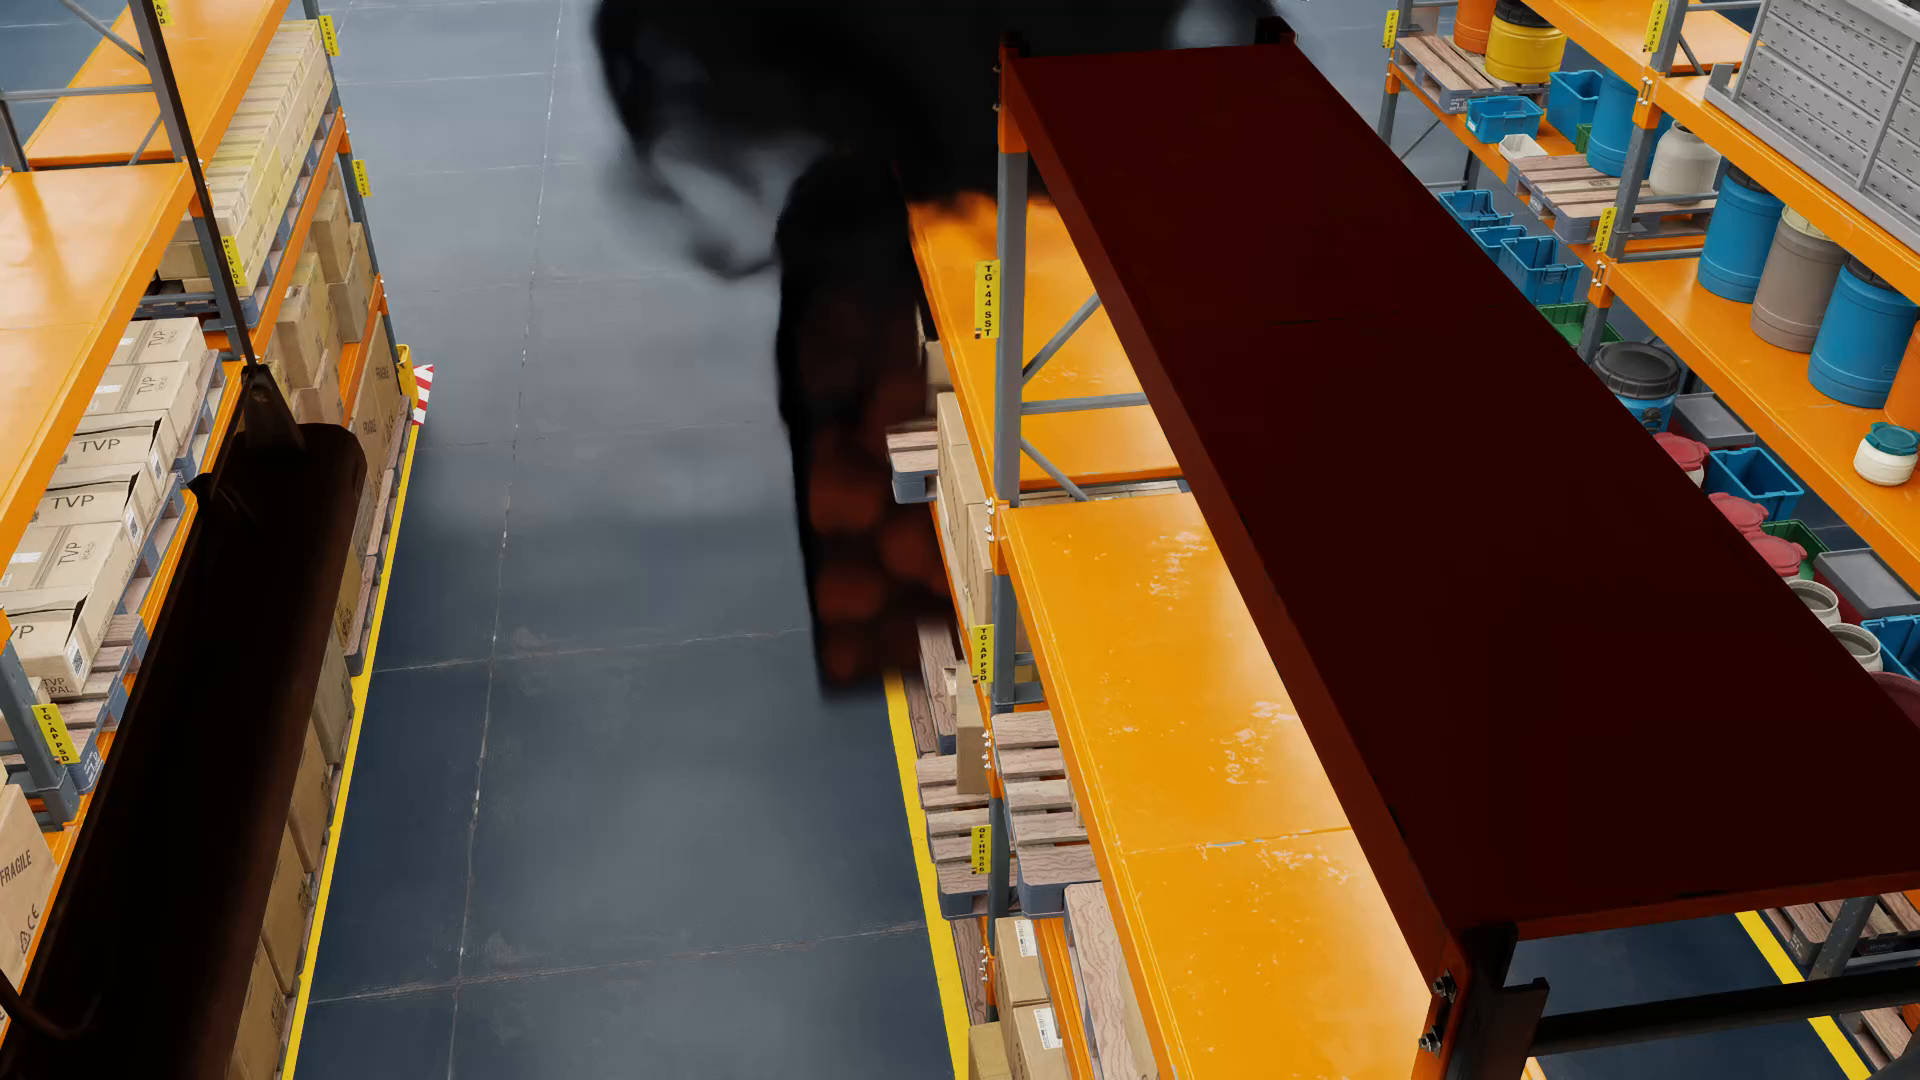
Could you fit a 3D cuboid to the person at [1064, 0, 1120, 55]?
[{"bbox_3d":[1.570,-5.670,19.695,0.654,1.742,0.675,5,37,7],"label":"person"}]
